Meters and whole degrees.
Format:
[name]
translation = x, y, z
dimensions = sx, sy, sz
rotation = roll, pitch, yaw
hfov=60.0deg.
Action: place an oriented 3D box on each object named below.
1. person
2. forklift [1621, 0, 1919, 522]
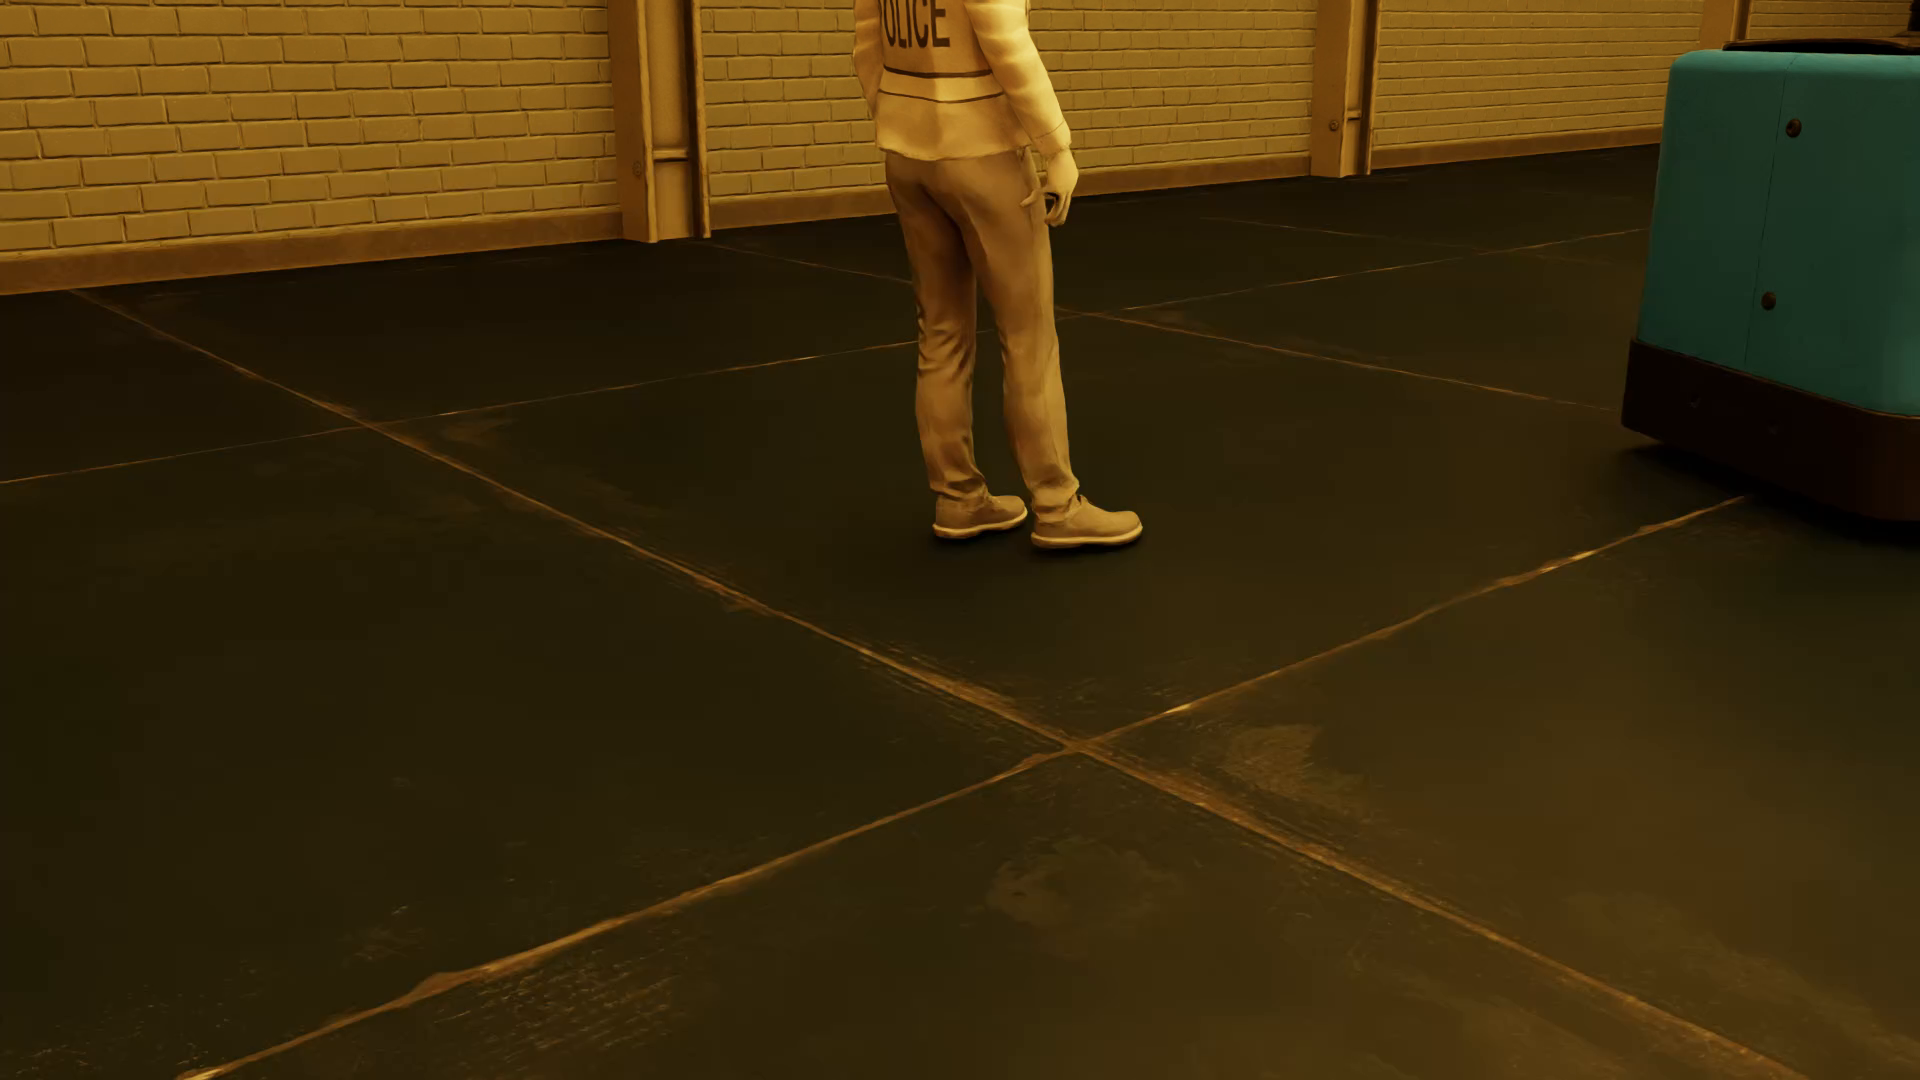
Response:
[person]
translation = 0.056, -0.827, 3.631
dimensions = 0.531, 1.695, 0.588
rotation = -14, 22, -38
[forklift]
translation = 3.413, -1.617, 4.107
dimensions = 3.031, 2.935, 1.130
rotation = -4, 18, -12
